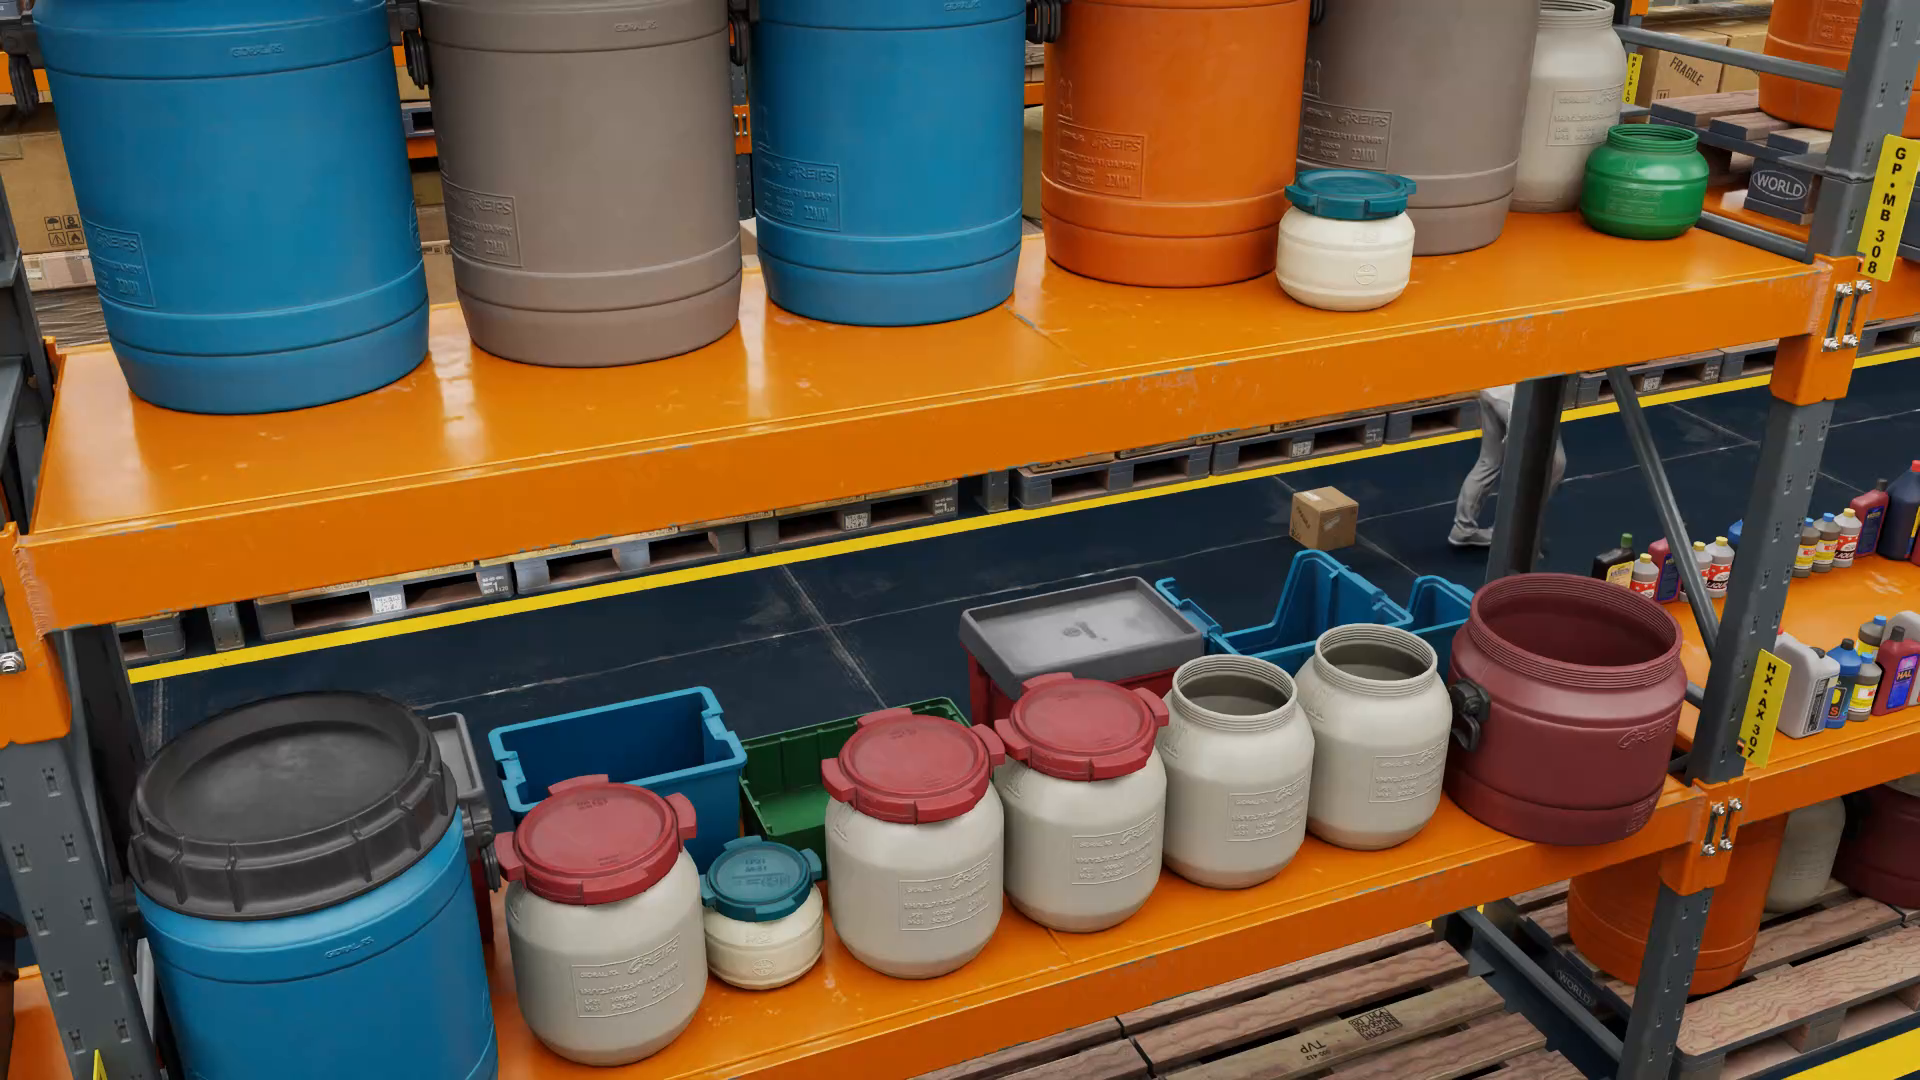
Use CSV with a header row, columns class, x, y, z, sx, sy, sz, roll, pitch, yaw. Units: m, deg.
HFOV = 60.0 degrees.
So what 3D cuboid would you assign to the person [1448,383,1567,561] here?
class,x,y,z,sx,sy,sz,roll,pitch,yaw
person,2.857,-0.691,8.514,0.496,1.744,0.493,-4,26,-9
